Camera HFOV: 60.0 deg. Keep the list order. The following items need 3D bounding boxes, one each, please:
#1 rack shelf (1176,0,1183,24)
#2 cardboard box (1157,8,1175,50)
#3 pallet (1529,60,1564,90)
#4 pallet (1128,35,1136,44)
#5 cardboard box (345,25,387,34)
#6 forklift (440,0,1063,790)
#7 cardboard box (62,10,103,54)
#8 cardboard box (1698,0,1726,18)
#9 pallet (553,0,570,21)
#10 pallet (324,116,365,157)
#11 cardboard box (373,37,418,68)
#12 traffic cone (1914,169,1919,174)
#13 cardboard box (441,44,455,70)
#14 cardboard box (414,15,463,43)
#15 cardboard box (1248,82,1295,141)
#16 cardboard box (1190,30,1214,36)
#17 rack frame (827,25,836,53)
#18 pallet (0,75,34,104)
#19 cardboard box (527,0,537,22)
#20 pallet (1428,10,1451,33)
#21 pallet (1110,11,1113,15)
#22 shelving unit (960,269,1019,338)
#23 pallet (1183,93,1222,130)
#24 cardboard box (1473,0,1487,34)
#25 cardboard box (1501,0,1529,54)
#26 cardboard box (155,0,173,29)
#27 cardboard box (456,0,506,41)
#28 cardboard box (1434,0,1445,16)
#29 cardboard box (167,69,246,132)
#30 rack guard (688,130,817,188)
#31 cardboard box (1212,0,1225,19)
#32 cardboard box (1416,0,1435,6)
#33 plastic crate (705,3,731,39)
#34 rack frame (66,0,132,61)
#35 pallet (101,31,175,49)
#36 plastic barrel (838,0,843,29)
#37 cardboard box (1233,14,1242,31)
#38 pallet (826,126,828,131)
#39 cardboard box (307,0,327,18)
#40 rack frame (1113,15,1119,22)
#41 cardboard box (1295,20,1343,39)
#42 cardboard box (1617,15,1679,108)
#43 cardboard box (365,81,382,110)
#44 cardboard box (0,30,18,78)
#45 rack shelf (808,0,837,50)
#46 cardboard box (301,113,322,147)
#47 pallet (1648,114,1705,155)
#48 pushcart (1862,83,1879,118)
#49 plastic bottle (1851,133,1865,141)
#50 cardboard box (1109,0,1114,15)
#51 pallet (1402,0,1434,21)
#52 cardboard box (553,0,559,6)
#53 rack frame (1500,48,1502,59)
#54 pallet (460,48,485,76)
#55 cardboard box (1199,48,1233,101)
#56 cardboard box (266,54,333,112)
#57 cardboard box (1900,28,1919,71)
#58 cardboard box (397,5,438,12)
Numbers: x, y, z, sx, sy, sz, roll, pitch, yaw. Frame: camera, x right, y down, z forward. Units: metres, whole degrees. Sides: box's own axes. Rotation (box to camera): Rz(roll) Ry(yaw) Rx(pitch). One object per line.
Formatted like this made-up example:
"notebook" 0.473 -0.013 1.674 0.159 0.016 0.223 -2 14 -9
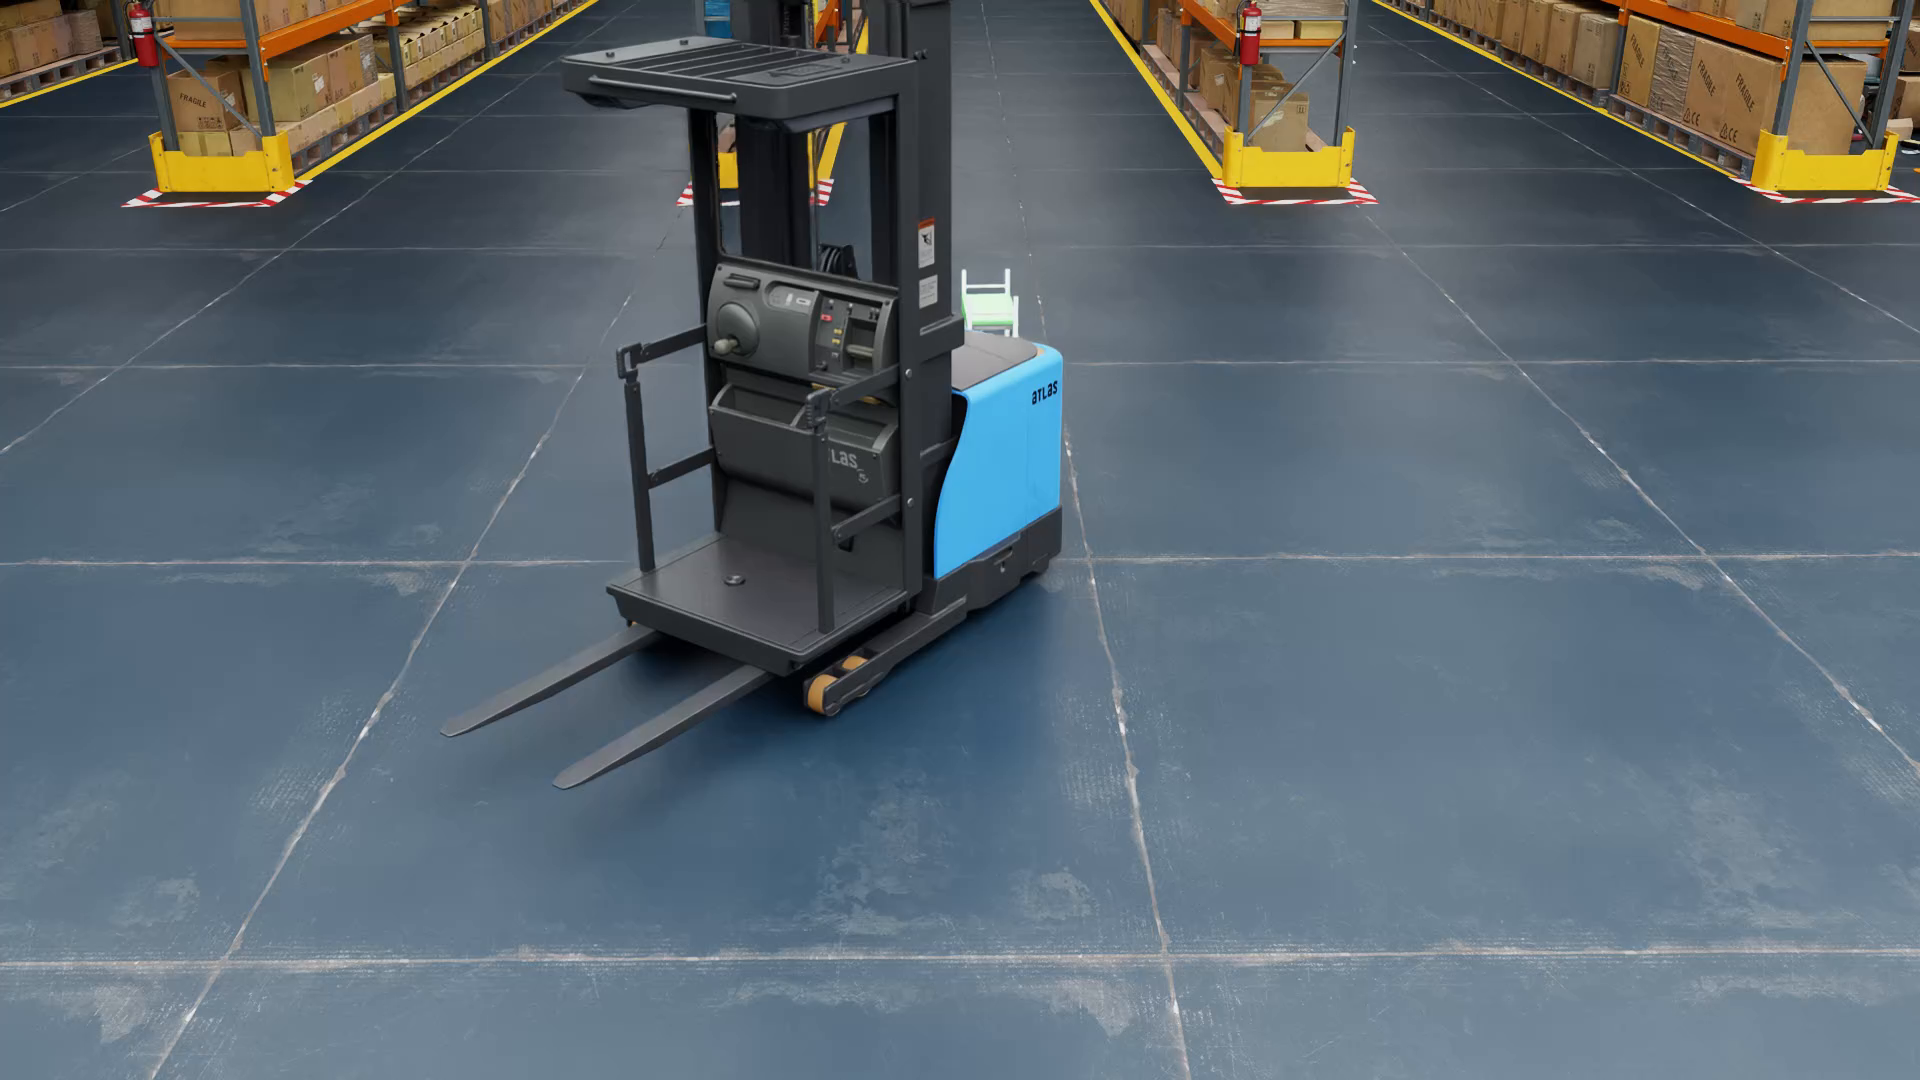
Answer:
"rack shelf" 3.008 -6.851 20.631 1.077 0.370 4.000 0 24 -1
"cardboard box" 3.014 -6.788 22.119 0.700 0.500 0.500 -2 24 -3
"pallet" 7.891 -5.886 21.009 1.003 0.211 1.213 0 24 -1
"pallet" 3.043 -7.559 24.707 1.003 0.211 1.213 0 24 -1
"cardboard box" -7.182 -6.091 20.225 0.500 0.311 0.500 0 24 -1
"forklift" -0.777 -0.853 6.579 1.130 2.935 3.031 16 29 32
"cardboard box" -11.813 -6.701 21.926 0.700 0.500 0.500 0 24 0
"cardboard box" 8.030 -5.584 16.775 0.875 0.550 0.500 0 24 -1
"pallet" -6.969 -8.621 27.054 1.003 0.211 1.213 0 24 -1
"pallet" -6.892 -4.209 17.301 1.003 0.211 1.213 0 24 -1
"cardboard box" -6.631 -5.677 19.309 0.500 0.311 0.500 0 24 0
"traffic cone" 9.449 -3.756 15.994 0.336 0.463 0.334 0 24 -1
"cardboard box" -6.649 -6.051 20.816 0.500 0.250 0.500 0 24 0
"cardboard box" -6.652 -6.517 21.166 0.500 0.311 0.500 0 24 -1
"cardboard box" 3.043 -4.262 16.558 0.500 0.500 0.500 6 25 13
"cardboard box" 3.059 -5.866 20.079 0.700 0.500 0.500 0 24 -1
"rack frame" -1.922 -6.332 18.611 1.000 3.000 0.127 0 24 -1
"pallet" -11.839 -5.338 19.797 1.003 0.211 1.213 0 24 -1
"cardboard box" -6.669 -8.057 24.924 0.500 0.500 0.500 0 24 0
"pallet" 7.914 -8.040 25.772 1.003 0.211 1.213 0 24 -1
"pallet" 3.013 -8.694 27.217 1.003 0.211 1.213 0 24 -1
"shelving unit" 0.142 -0.706 8.355 0.258 1.200 0.503 -1 24 -3
"pallet" 3.073 -4.808 18.624 1.003 0.211 1.213 0 24 -1
"cardboard box" 7.677 -7.520 23.761 0.500 0.500 0.500 1 24 2
"cardboard box" 7.864 -6.899 22.083 1.050 0.750 0.750 -1 24 -1
"cardboard box" -11.753 -7.813 23.983 0.750 0.750 0.750 0 24 -1
"cardboard box" -6.638 -7.210 23.052 0.500 0.500 0.500 1 24 2
"cardboard box" 7.647 -8.379 25.659 0.500 0.500 0.500 1 24 1
"cardboard box" -7.135 -4.163 15.732 0.500 0.500 0.500 0 24 -1
"rack guard" -1.927 -3.576 15.551 1.175 0.500 0.348 0 24 -1
"cardboard box" 2.743 -5.326 16.691 0.380 0.149 0.250 0 24 -1
"cardboard box" 7.559 -8.684 26.761 0.380 0.149 0.250 0 24 0
"plastic crate" -2.183 -4.821 15.451 0.499 0.251 0.616 0 24 -1
"rack frame" -11.873 -7.936 22.157 1.000 3.000 0.127 0 24 -1
"pallet" -11.806 -6.991 23.451 1.003 0.211 1.213 0 24 -1
"plastic barrel" -2.001 -7.740 24.140 0.600 0.588 0.708 0 24 -1
"cardboard box" 2.808 -4.914 15.780 0.380 0.149 0.250 0 24 -1
"pallet" -1.957 -4.785 18.574 1.003 0.211 1.213 0 24 -1
"cardboard box" -6.844 -5.539 16.736 0.700 0.500 0.500 0 24 1
"rack frame" 2.943 -9.651 25.949 1.000 3.000 0.127 0 24 -1
"cardboard box" 3.309 -4.710 15.330 0.380 0.149 0.250 0 24 -1
"cardboard box" 7.928 -5.299 18.395 0.875 0.875 0.875 0 24 0
"cardboard box" -6.656 -4.854 18.169 0.500 0.250 0.500 0 24 -1
"cardboard box" -11.909 -5.865 20.078 0.700 0.500 0.500 -1 24 -2
"rack shelf" -1.901 -5.180 16.937 1.077 0.370 4.000 0 24 -1
"cardboard box" -6.624 -4.030 16.347 0.500 0.250 0.500 0 24 -1
"pallet" 7.937 -4.247 17.384 1.003 0.211 1.213 0 24 -1
"pushcart" 10.660 -5.174 19.231 1.648 0.377 0.936 -9 26 -19
"plastic bottle" 9.434 -4.261 17.597 0.283 0.061 0.133 -9 26 -19
"cardboard box" 2.970 -8.611 25.718 1.225 0.875 0.875 0 24 0
"pallet" 7.861 -8.638 27.093 1.003 0.211 1.213 0 24 -1
"cardboard box" -6.751 -8.757 26.702 0.500 0.311 0.500 0 24 -1
"rack frame" 7.947 -7.984 22.262 1.000 3.000 0.127 0 24 -1
"pallet" -6.949 -6.350 22.034 1.003 0.211 1.213 0 24 -1
"cardboard box" 2.995 -5.242 18.724 0.500 0.500 0.500 -1 24 -2
"cardboard box" -6.641 -4.578 16.648 0.500 0.500 0.500 0 24 -1
"cardboard box" 11.160 -5.585 19.073 0.500 0.500 0.500 0 24 -1
"cardboard box" -7.207 -6.937 22.094 0.500 0.311 0.500 1 24 1
